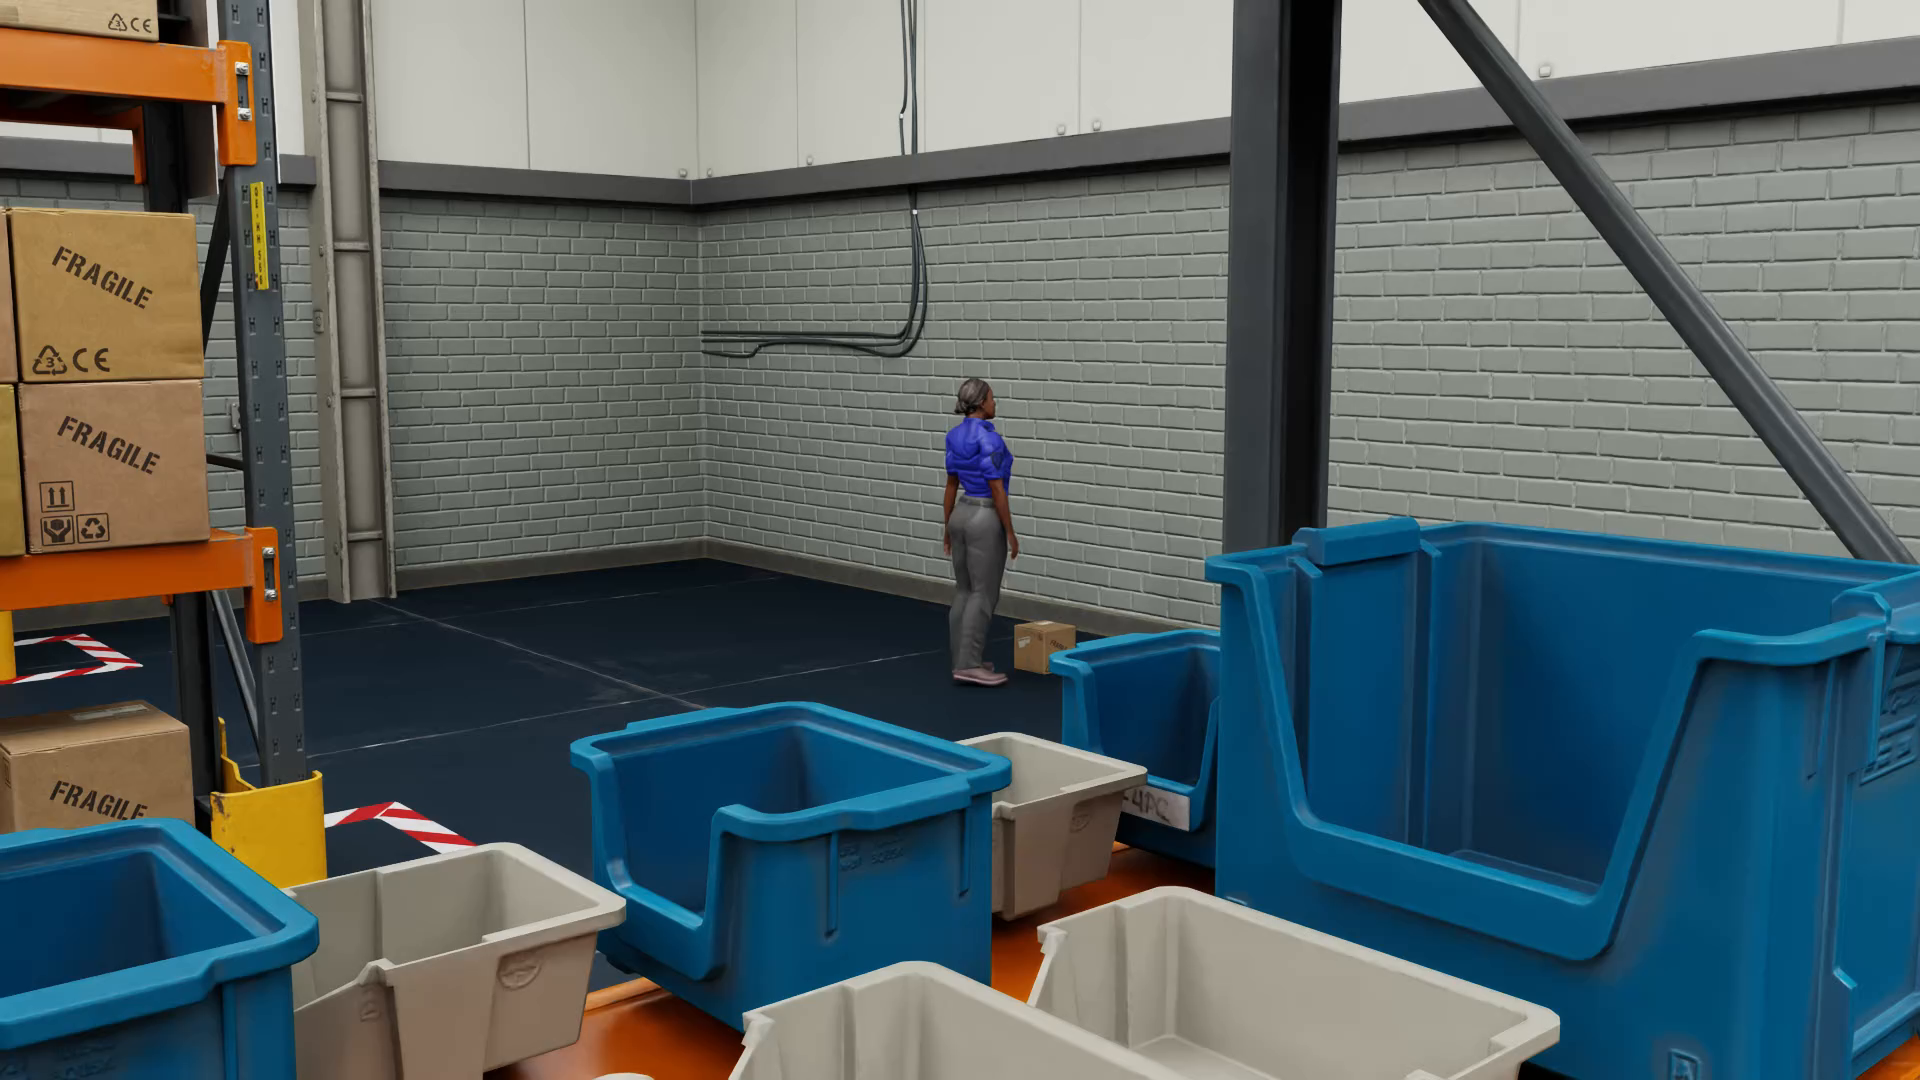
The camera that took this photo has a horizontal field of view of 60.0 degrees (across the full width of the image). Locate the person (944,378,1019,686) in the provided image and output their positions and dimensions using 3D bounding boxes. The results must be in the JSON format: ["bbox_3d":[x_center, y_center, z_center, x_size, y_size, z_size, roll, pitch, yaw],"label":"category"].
[{"bbox_3d":[0.095,-0.053,9.088,0.374,1.658,0.479,-5,9,-33],"label":"person"}]
